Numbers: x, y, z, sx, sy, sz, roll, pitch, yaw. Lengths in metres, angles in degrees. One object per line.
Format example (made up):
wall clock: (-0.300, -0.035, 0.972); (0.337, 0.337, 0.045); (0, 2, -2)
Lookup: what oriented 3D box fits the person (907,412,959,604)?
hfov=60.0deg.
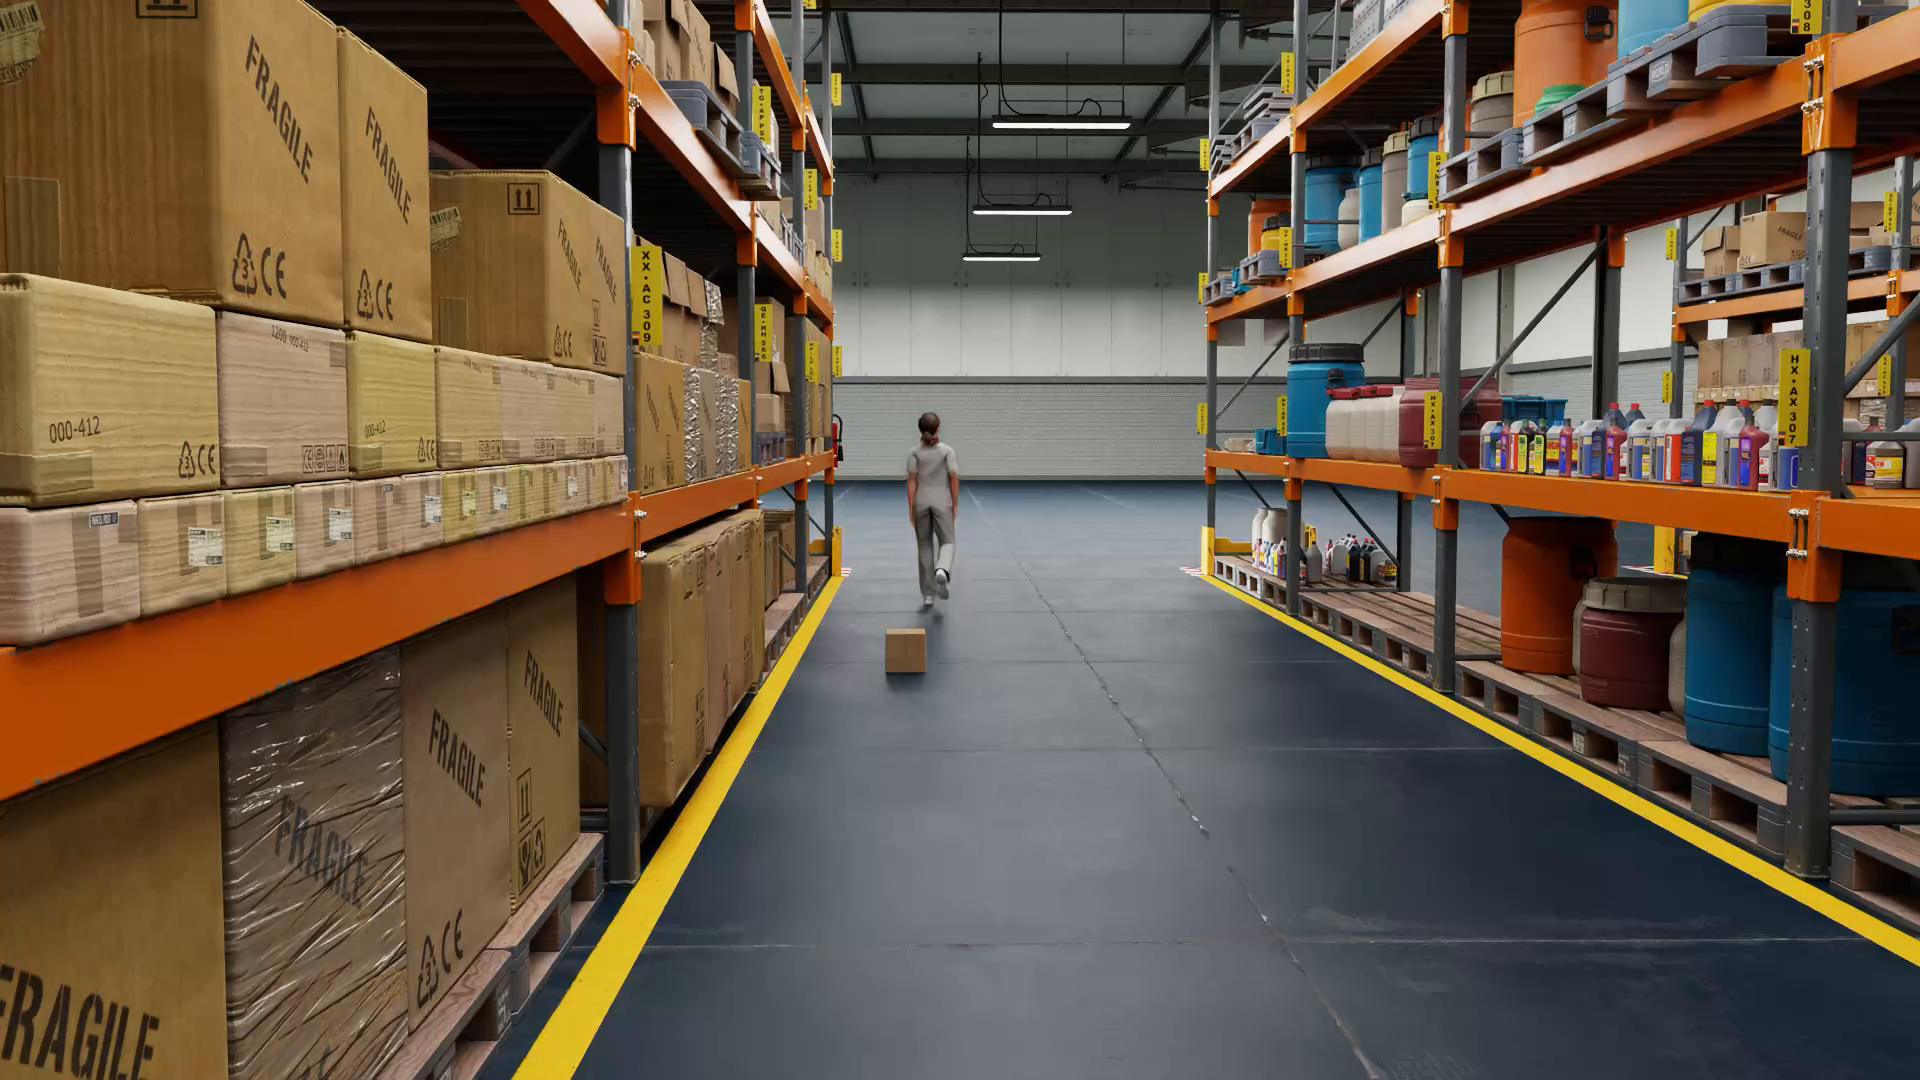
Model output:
person: (-0.235, -0.267, 14.246); (0.443, 1.655, 0.680); (0, 4, 3)
